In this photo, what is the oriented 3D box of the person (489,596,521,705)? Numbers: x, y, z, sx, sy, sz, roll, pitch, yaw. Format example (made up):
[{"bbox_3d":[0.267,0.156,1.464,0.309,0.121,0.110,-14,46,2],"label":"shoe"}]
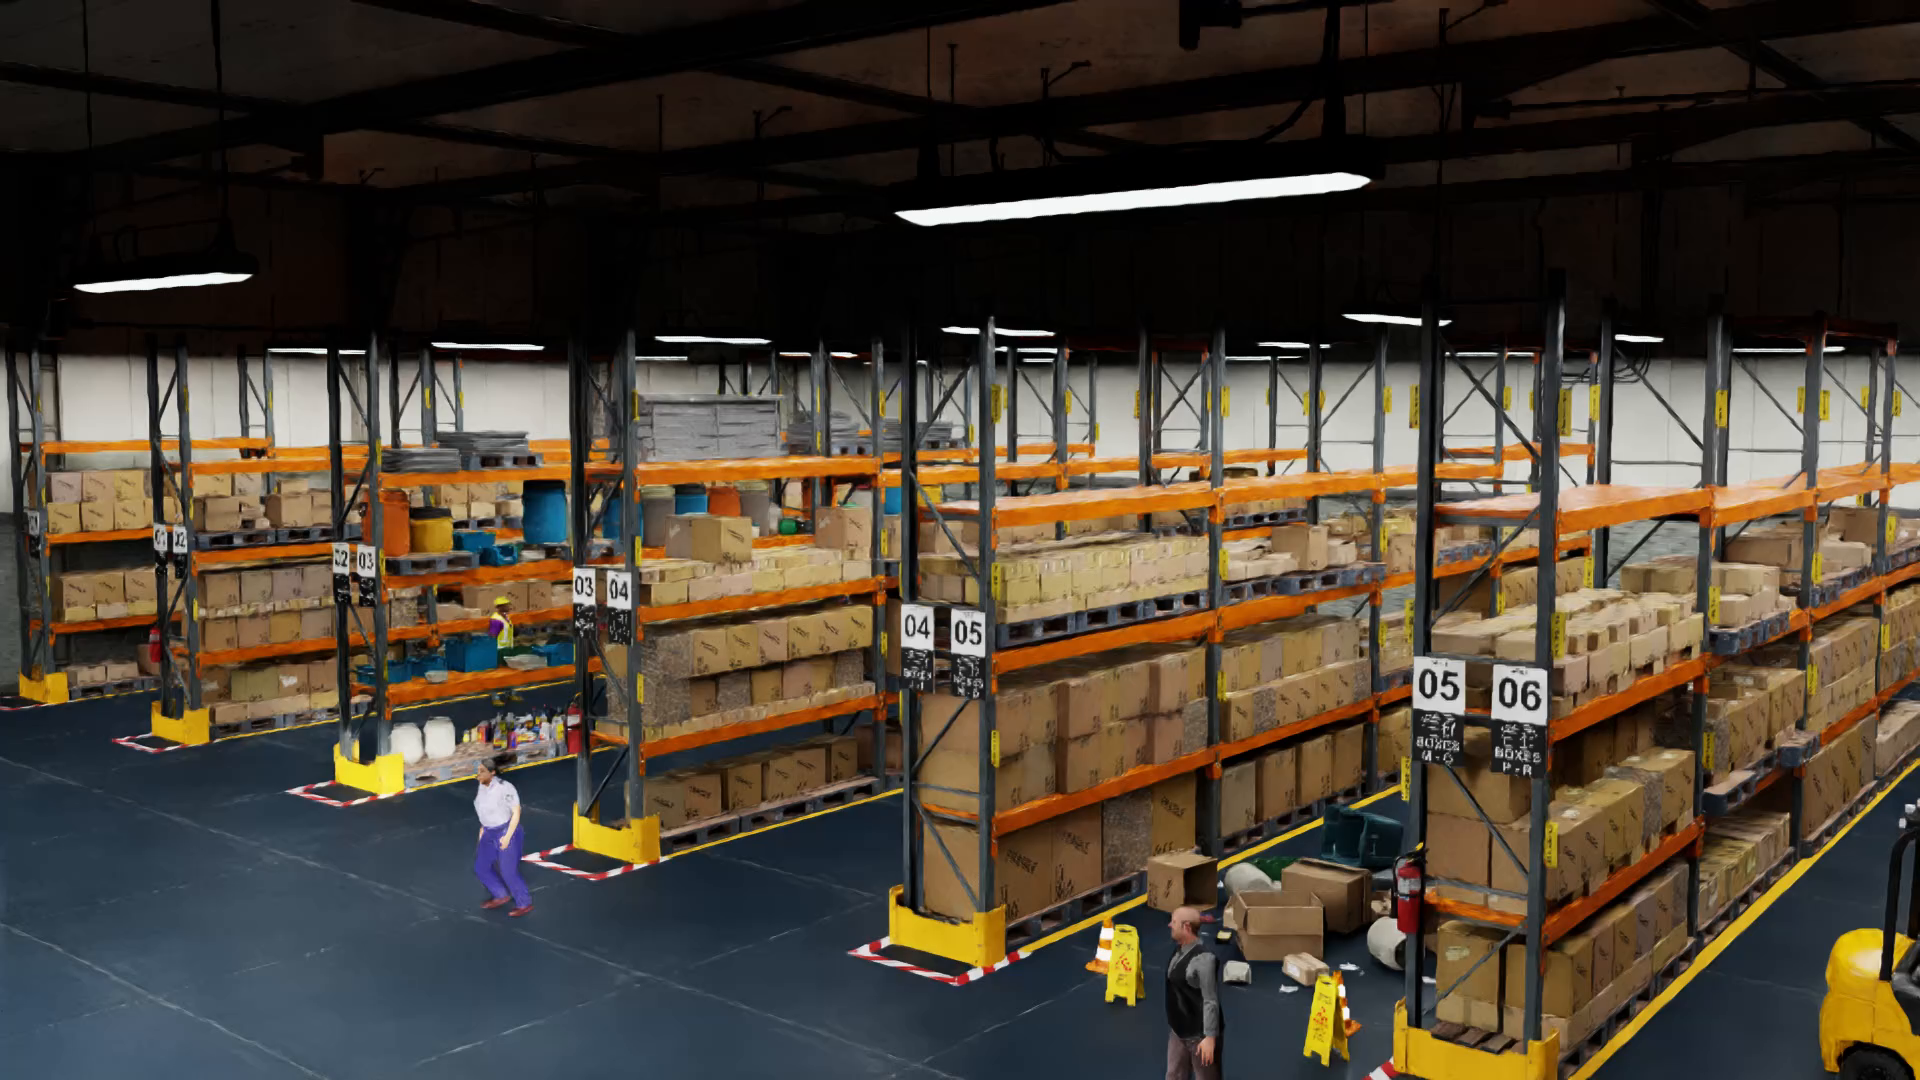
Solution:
[{"bbox_3d":[-7.488,1.810,27.366,0.447,1.762,0.631,1,5,8],"label":"person"}]

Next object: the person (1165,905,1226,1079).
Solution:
[{"bbox_3d":[1.650,3.311,11.224,0.562,1.707,0.572,-1,5,-15],"label":"person"}]

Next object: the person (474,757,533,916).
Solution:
[{"bbox_3d":[-4.534,2.905,16.399,0.625,1.596,0.503,4,6,37],"label":"person"}]
